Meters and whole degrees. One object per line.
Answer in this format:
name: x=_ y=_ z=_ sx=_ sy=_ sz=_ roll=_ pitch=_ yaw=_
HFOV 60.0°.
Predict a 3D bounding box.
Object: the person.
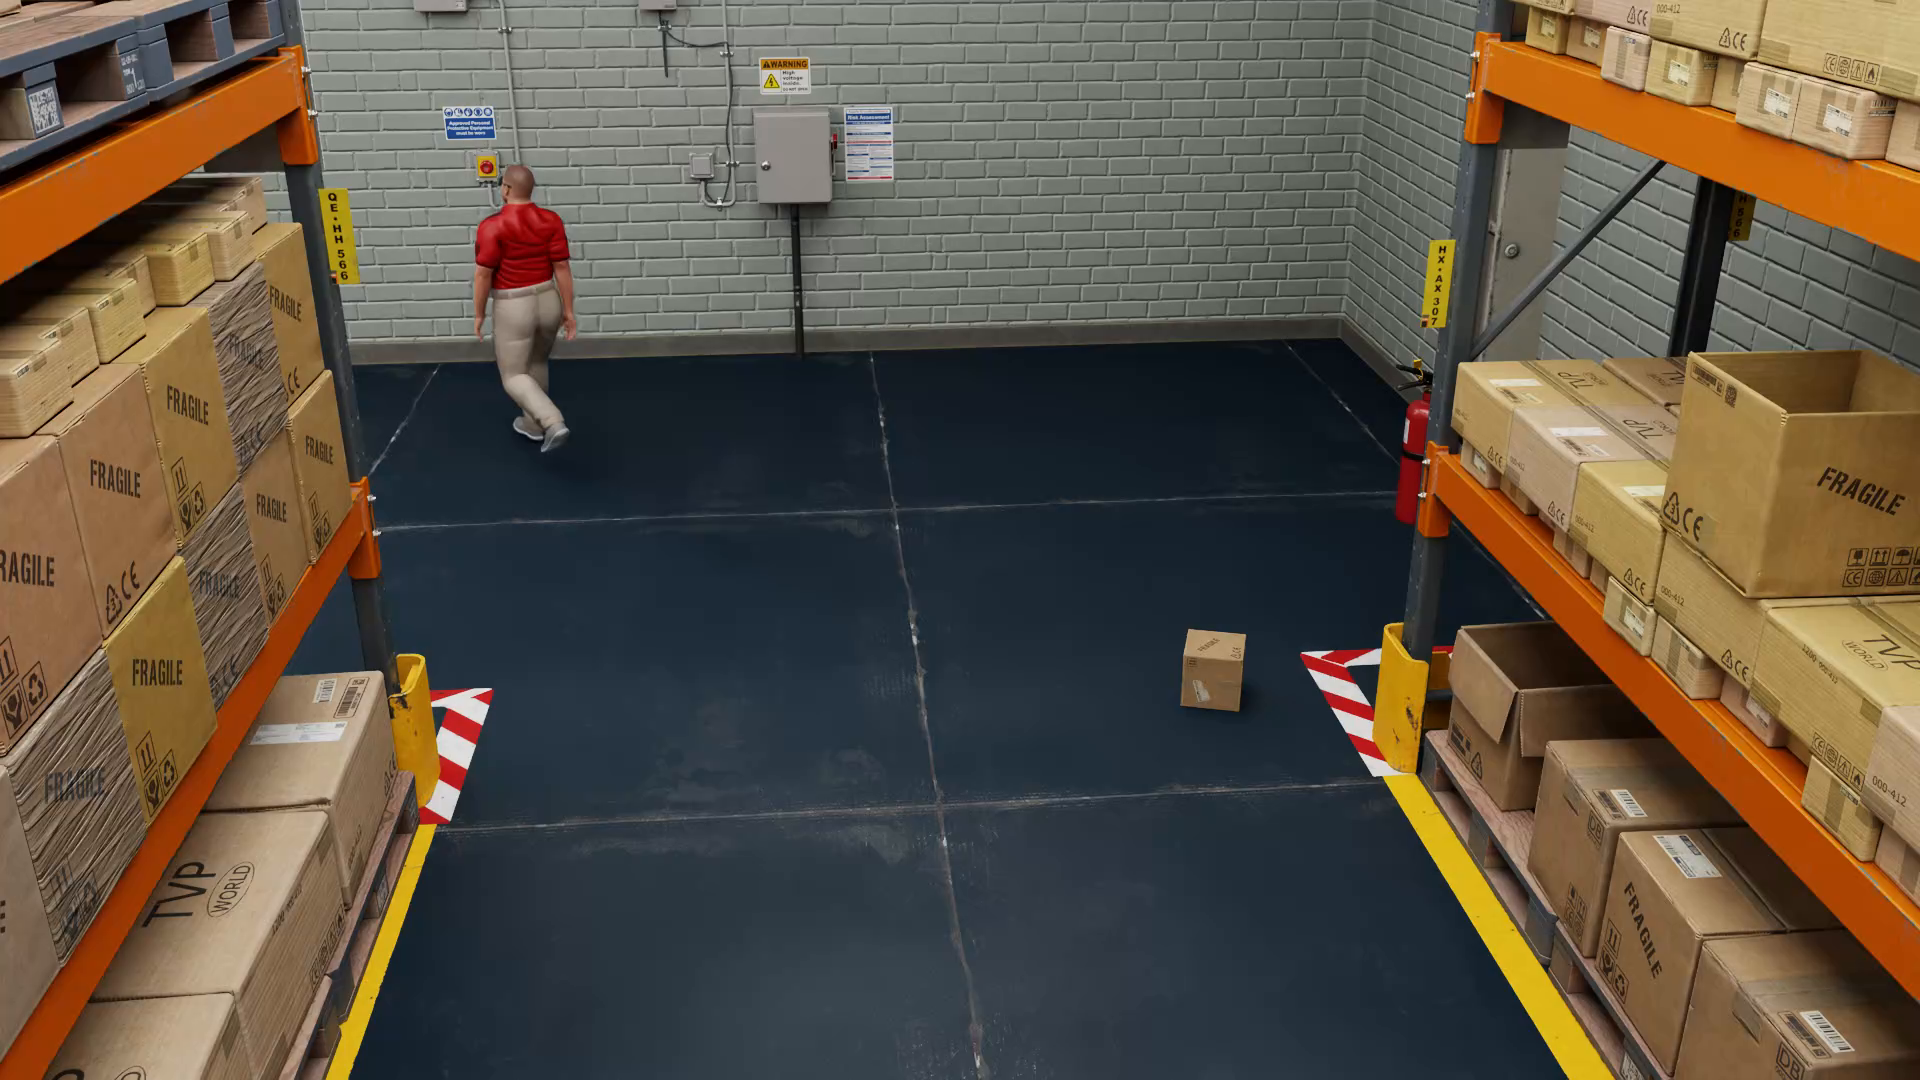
person: x=-2.521 y=-1.321 z=9.632 sx=0.550 sy=1.688 sz=0.885 roll=-20 pitch=31 yaw=-38
